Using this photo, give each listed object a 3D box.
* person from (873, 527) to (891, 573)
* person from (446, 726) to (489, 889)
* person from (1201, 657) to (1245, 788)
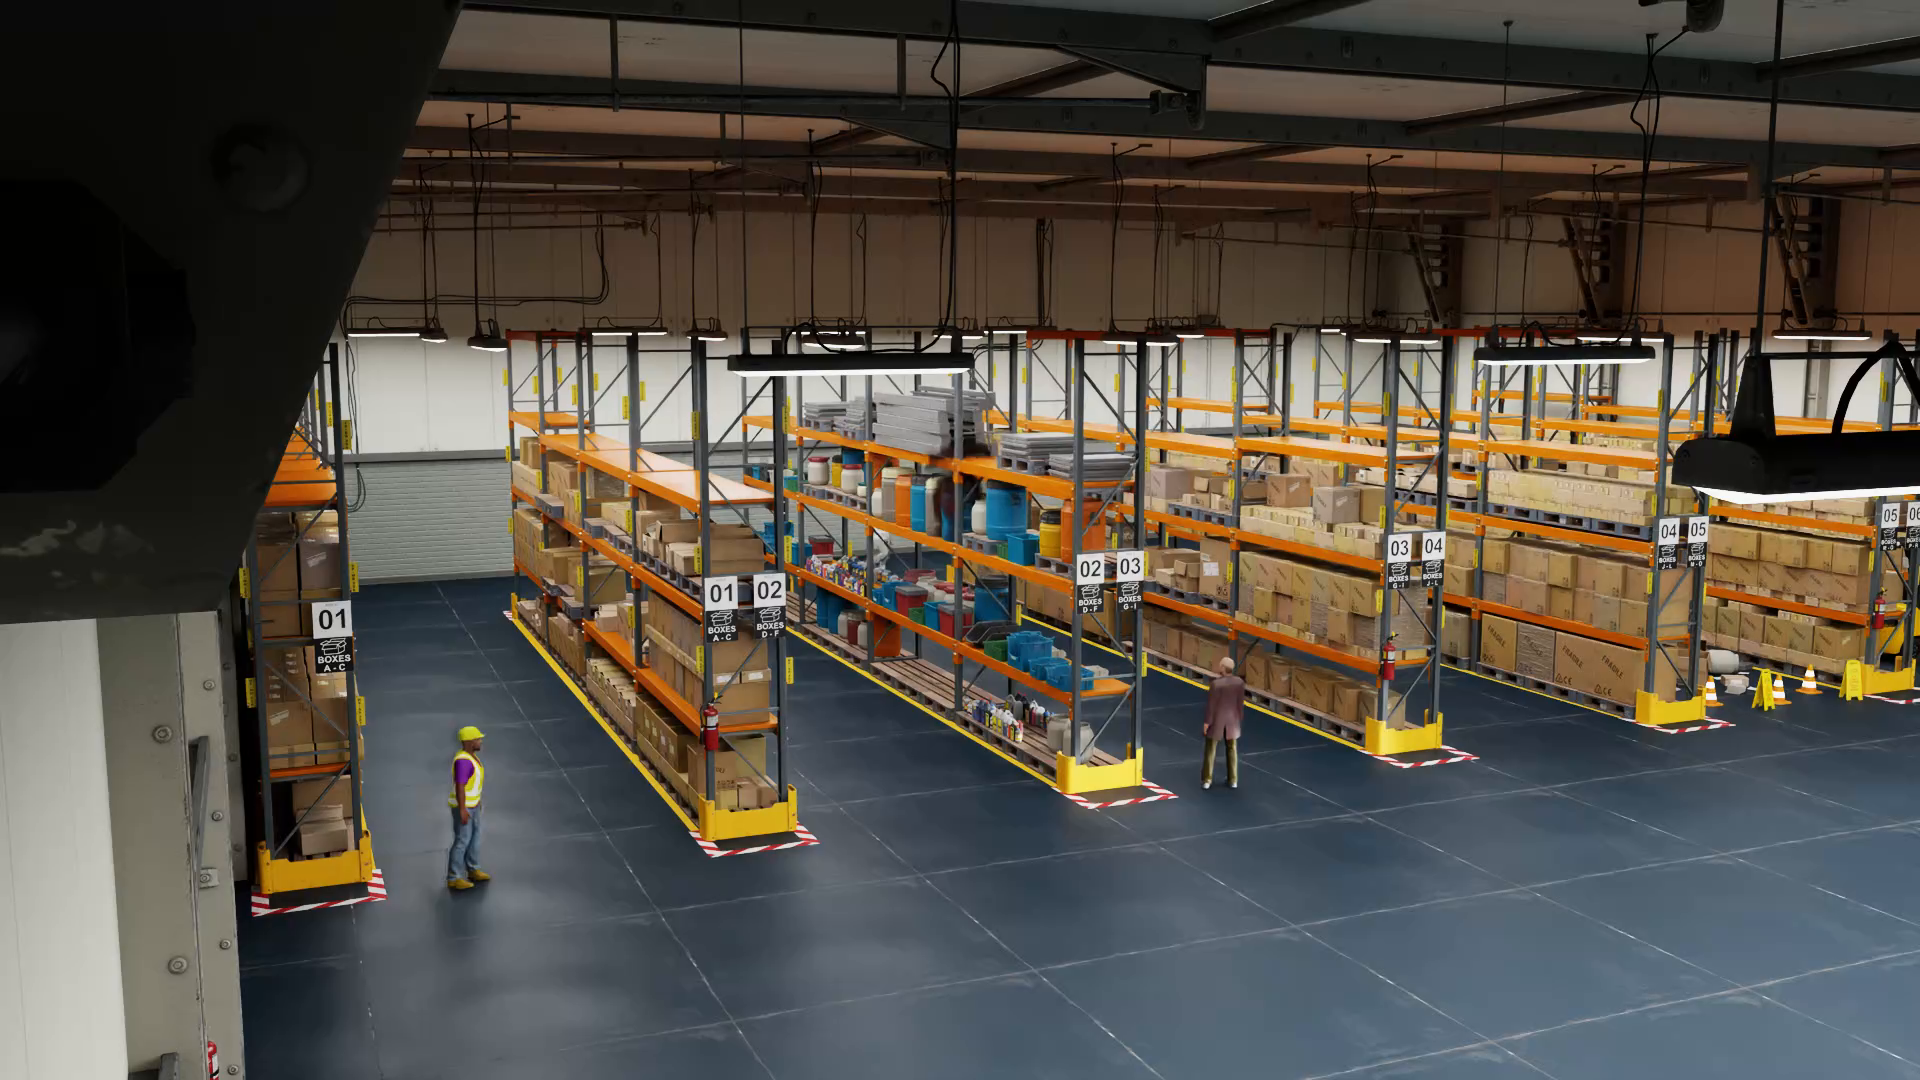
[{"bbox_3d":[-1.926,-0.019,40.569,0.538,1.655,0.500,2,8,13],"label":"person"},{"bbox_3d":[-5.500,2.949,18.526,0.444,1.763,0.680,0,8,-3],"label":"person"},{"bbox_3d":[3.526,2.439,22.281,0.589,1.761,0.452,0,8,-2],"label":"person"}]
